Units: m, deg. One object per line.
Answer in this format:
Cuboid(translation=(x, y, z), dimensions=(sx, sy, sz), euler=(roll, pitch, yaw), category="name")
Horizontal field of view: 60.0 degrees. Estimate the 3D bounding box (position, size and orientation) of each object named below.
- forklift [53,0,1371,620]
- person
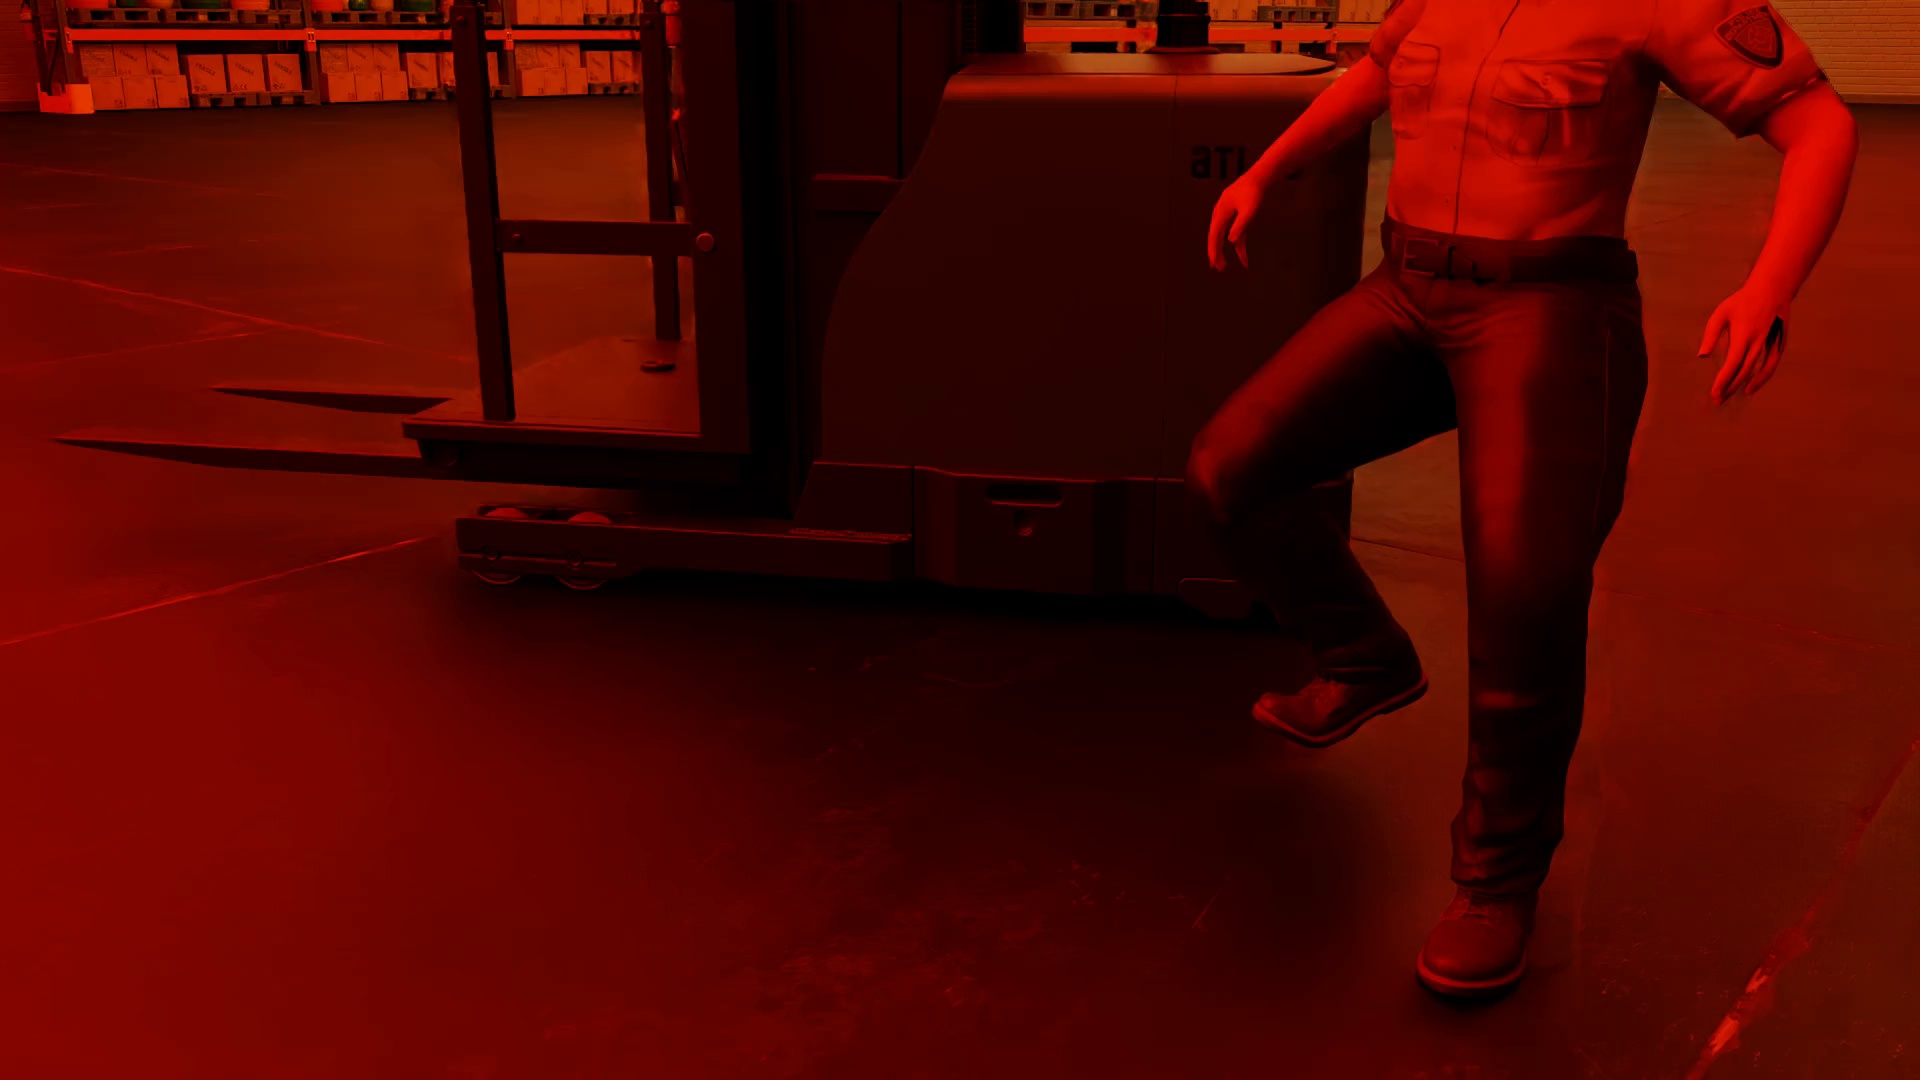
Cuboid(translation=(-0.623, -1.440, 3.638), dimensions=(3.031, 2.935, 1.130), euler=(3, 17, 11), category="forklift")
Cuboid(translation=(0.661, -0.294, 2.269), dimensions=(0.603, 1.534, 0.903), euler=(-10, 20, -30), category="person")
